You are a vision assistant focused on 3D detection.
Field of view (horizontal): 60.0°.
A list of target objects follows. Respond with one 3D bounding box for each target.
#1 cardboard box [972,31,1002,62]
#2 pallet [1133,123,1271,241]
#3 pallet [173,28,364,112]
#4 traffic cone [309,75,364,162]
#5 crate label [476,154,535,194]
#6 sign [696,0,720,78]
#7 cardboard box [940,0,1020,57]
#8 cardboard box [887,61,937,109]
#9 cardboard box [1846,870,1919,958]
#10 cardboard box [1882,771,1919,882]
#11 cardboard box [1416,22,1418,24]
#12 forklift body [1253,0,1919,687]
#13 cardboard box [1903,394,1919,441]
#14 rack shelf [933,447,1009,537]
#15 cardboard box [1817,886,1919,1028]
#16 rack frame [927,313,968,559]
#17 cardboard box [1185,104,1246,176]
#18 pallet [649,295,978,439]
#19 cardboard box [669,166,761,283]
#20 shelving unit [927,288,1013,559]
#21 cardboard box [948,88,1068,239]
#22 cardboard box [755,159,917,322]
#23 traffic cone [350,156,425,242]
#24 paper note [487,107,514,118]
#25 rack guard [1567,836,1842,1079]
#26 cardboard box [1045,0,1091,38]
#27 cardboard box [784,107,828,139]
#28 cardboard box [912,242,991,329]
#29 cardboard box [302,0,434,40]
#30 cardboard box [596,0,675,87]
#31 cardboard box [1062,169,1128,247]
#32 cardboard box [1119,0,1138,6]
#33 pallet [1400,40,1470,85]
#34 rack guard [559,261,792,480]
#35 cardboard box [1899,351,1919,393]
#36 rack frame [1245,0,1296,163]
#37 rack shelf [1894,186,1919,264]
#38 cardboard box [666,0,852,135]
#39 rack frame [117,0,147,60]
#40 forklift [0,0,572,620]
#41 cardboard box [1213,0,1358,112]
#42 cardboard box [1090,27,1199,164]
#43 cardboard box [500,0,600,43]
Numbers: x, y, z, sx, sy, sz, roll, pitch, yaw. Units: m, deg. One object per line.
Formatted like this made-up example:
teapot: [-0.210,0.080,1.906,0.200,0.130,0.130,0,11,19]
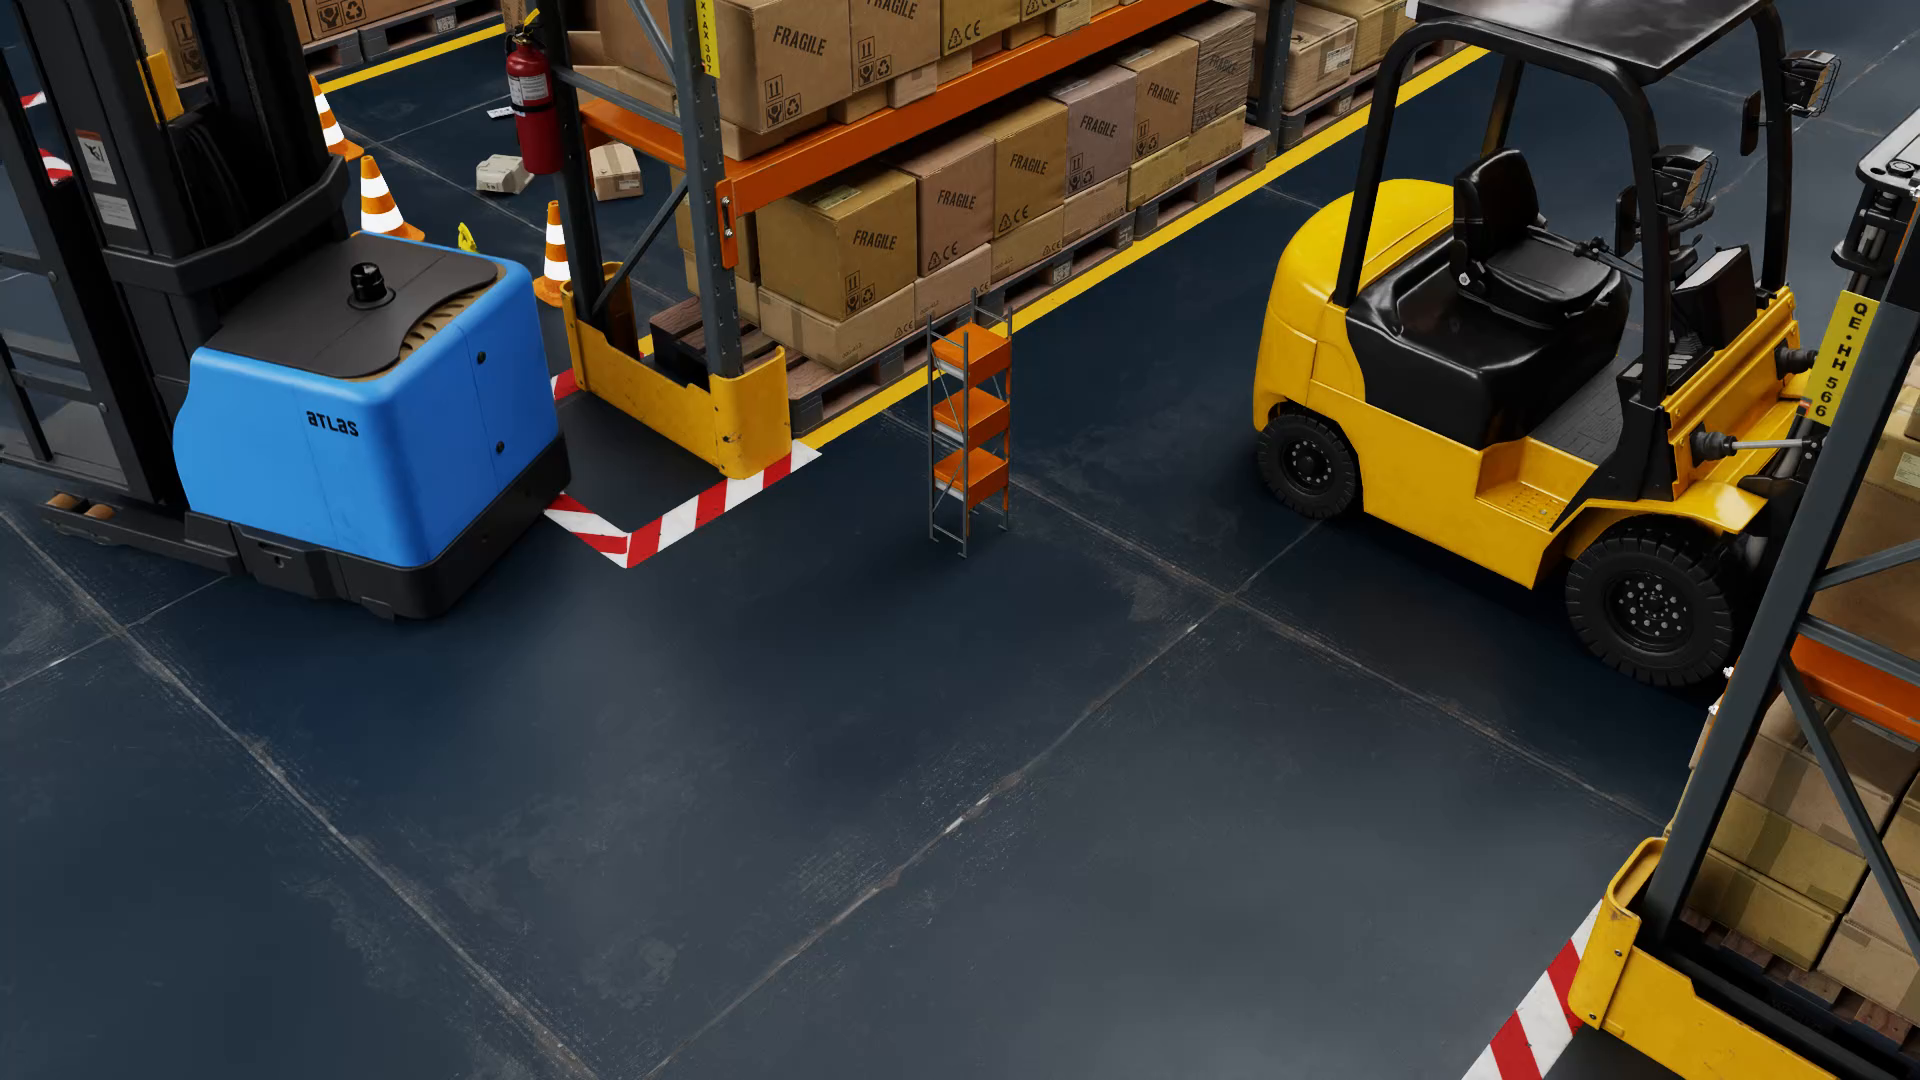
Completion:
cardboard box: [-0.034,-2.260,7.384,0.380,0.149,0.250,31,48,33]
pallet: [0.968,-2.126,9.253,1.003,0.211,1.213,30,47,32]
pallet: [-4.544,-3.043,10.408,1.003,0.211,1.213,30,47,32]
traffic cone: [-3.619,-2.390,9.383,0.336,0.463,0.334,30,47,32]
crate label: [-2.530,-2.019,9.178,0.250,0.136,0.298,8,39,10]
sign: [-0.903,-1.814,5.925,0.100,0.325,0.005,30,47,32]
cardboard box: [-0.089,-2.433,7.081,0.500,0.500,0.500,29,47,31]
cardboard box: [-0.318,-1.981,7.033,0.380,0.149,0.250,30,48,32]
cardboard box: [2.834,0.967,4.594,0.500,0.250,0.500,31,48,33]
cardboard box: [2.827,0.759,4.454,0.500,0.250,0.500,29,47,31]
cardboard box: [2.698,-3.570,10.604,0.950,0.372,0.625,31,48,33]
forklift body: [2.296,-0.925,6.185,2.313,2.155,1.214,30,47,32]
cardboard box: [2.449,-0.283,3.855,0.380,0.149,0.250,30,47,32]
rack shelf: [0.036,-0.210,6.634,0.215,0.259,0.240,30,47,32]
cardboard box: [2.839,1.148,4.768,0.500,0.250,0.500,30,47,32]
rack frame: [-0.046,-0.379,6.384,0.200,1.050,0.008,30,47,32]
cardboard box: [1.195,-2.244,9.034,0.500,0.250,0.500,-32,48,-34]
pallet: [-0.678,-1.005,7.844,1.003,0.211,1.213,30,47,32]
cardboard box: [-0.955,-1.562,7.573,0.500,0.500,0.500,30,47,32]
shelving unit: [0.036,-0.435,6.454,0.215,1.050,0.252,30,47,32]
cardboard box: [0.155,-1.819,7.897,0.500,0.500,0.500,31,48,33]
cardboard box: [-0.539,-1.350,7.307,0.500,0.500,0.500,28,46,31]
traffic cone: [-3.014,-1.759,8.590,0.336,0.463,0.334,30,47,32]
paper note: [-2.742,-2.560,9.947,0.142,0.017,0.144,-18,42,-21]
rack guard: [2.347,1.369,4.626,1.175,0.500,0.348,30,47,32]
cardboard box: [0.379,-2.460,7.635,0.380,0.149,0.250,30,47,32]
cardboard box: [-0.762,-1.796,6.800,0.380,0.149,0.250,30,48,32]
cardboard box: [-0.205,-1.277,7.817,0.500,0.250,0.500,31,48,33]
cardboard box: [-4.025,-3.812,10.503,0.875,0.875,0.875,29,47,31]
cardboard box: [-1.141,-2.223,6.817,0.500,0.500,0.500,29,47,31]
cardboard box: [0.496,-1.764,8.430,0.500,0.250,0.500,30,48,32]
cardboard box: [0.720,-2.698,7.935,0.380,0.149,0.250,29,47,31]
pallet: [2.742,-3.370,10.819,1.003,0.211,1.213,30,47,32]
rack guard: [-1.252,-0.759,7.303,1.175,0.500,0.348,30,47,32]
cardboard box: [2.541,-0.320,4.141,0.380,0.149,0.250,30,48,33]
rack frame: [1.395,-3.540,8.792,1.000,3.000,0.127,30,47,32]
rack shelf: [3.712,-1.432,4.308,1.077,0.370,4.000,30,47,32]
cardboard box: [-0.779,-1.959,6.485,0.500,0.500,0.500,29,47,31]
rack frame: [-5.025,-3.735,9.037,1.000,3.000,0.127,30,47,32]
forklift: [-3.196,-1.416,6.176,3.031,2.935,1.130,13,40,16]
cardboard box: [1.747,-2.918,9.784,0.950,0.372,0.625,30,47,32]
cardboard box: [0.852,-2.303,8.506,0.500,0.500,0.500,31,48,33]
cardboard box: [-2.617,-3.451,10.686,0.500,0.500,0.500,-26,45,-29]
